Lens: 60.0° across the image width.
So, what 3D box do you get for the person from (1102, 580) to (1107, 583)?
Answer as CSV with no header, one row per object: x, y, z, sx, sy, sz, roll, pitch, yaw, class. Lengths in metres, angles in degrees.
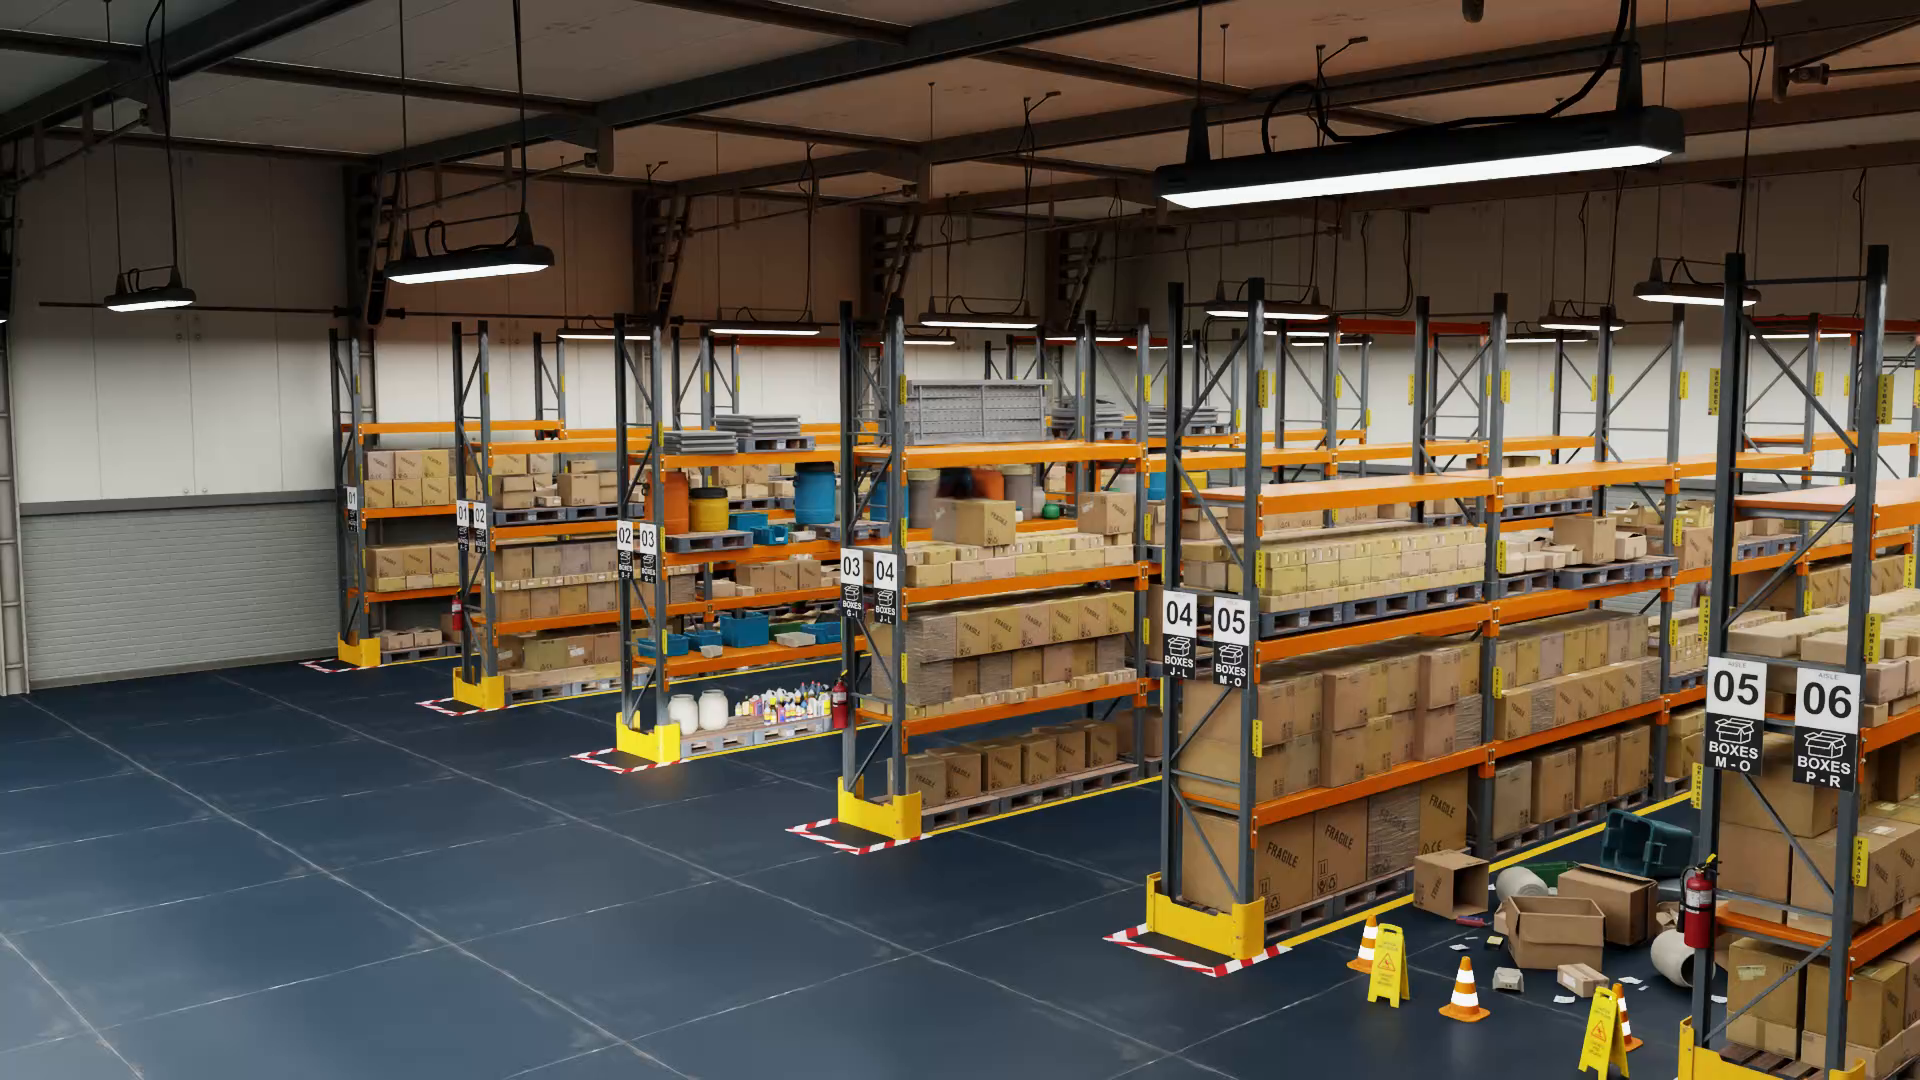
3.611,0.325,40.348,0.502,1.678,0.441,-4,7,-33,person

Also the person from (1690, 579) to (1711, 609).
13.516,1.335,29.978,0.659,1.725,1.065,3,6,24,person

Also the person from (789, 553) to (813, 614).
-3.292,0.878,34.536,0.571,1.822,0.414,-5,7,-40,person

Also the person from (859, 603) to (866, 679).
-1.768,1.562,28.262,0.475,1.649,0.411,-5,7,-39,person
